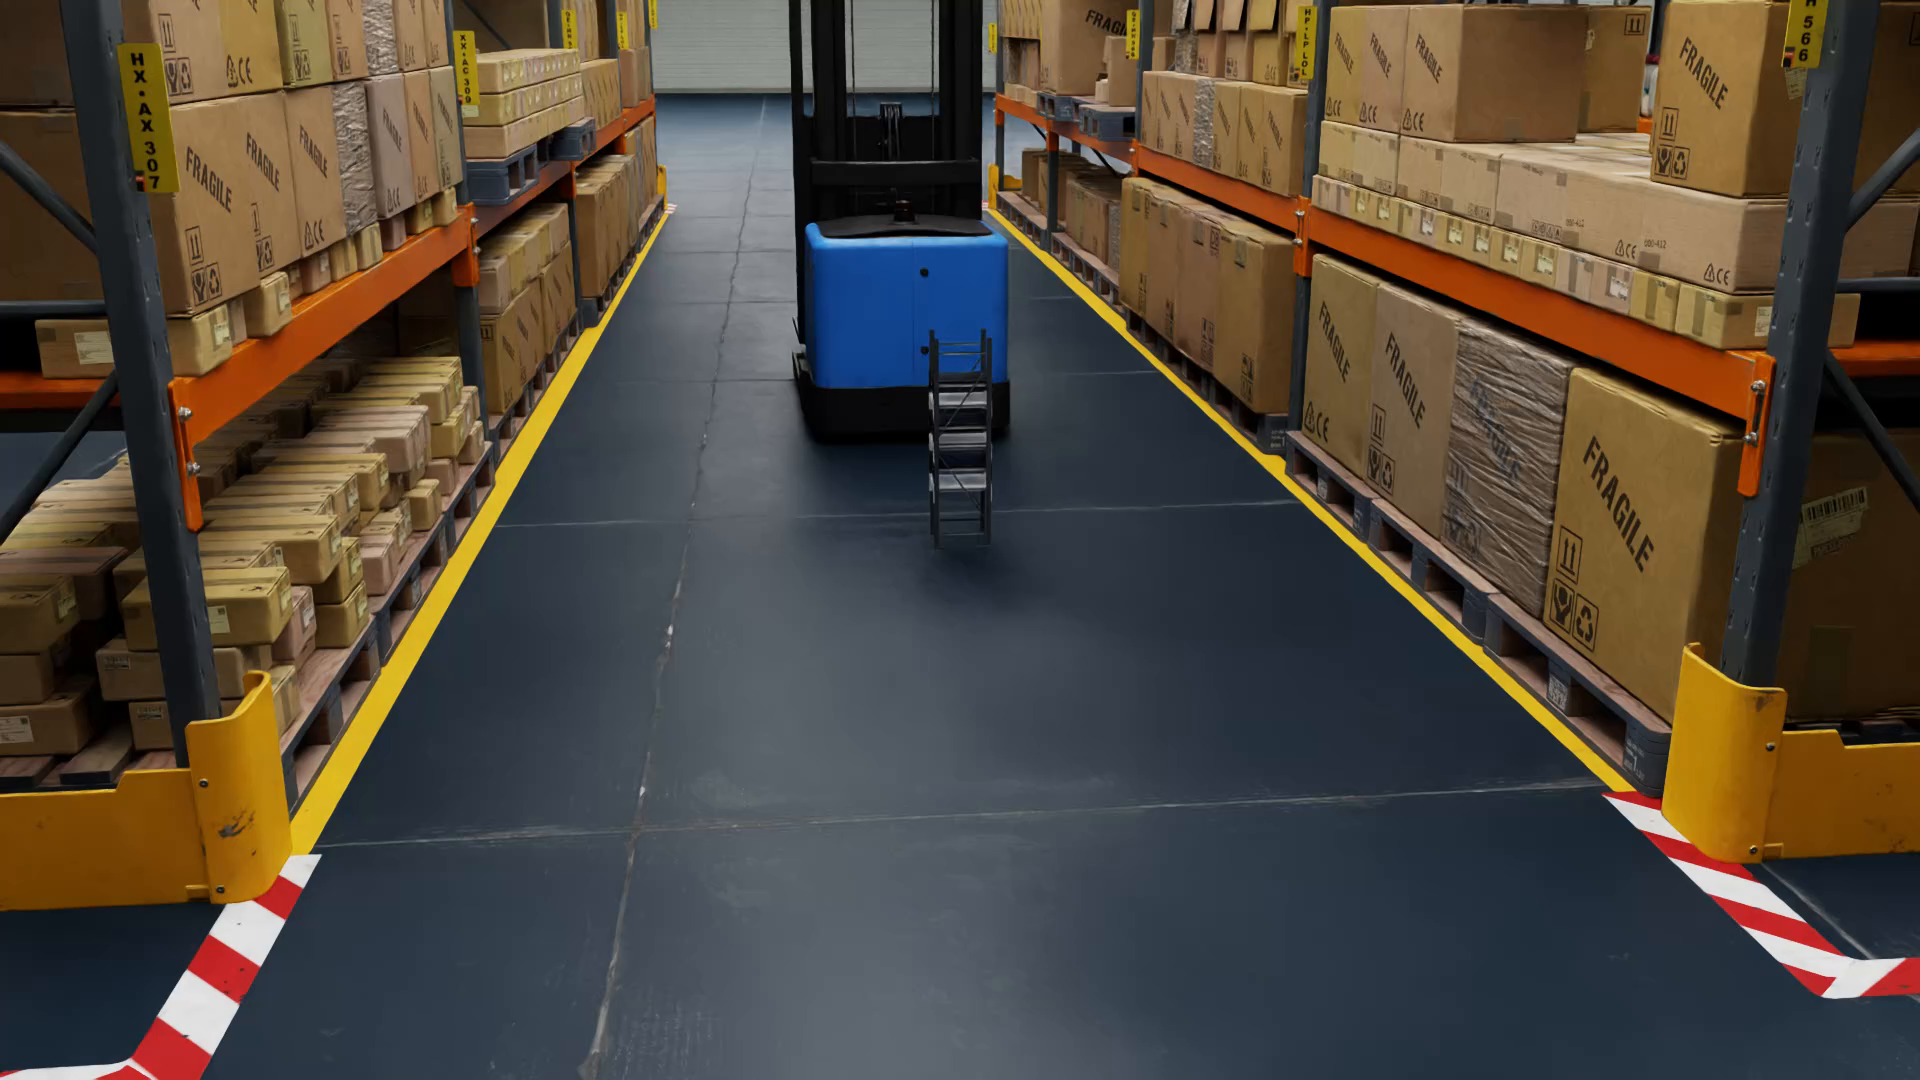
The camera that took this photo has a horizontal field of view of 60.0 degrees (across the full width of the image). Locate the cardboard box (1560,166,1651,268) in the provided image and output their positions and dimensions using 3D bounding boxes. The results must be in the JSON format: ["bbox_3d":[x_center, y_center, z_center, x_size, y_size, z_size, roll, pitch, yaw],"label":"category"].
[{"bbox_3d":[2.207,-1.000,5.109,0.500,0.250,0.500,-2,18,-7],"label":"cardboard box"}]

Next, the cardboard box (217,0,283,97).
[{"bbox_3d":[-2.212,-1.478,4.545,0.500,0.500,0.500,-1,17,-4],"label":"cardboard box"}]

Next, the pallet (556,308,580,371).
[{"bbox_3d":[-3.117,-1.340,11.091,1.003,0.211,1.213,-2,18,-6],"label":"pallet"}]

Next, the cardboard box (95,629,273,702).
[{"bbox_3d":[-2.170,0.335,4.666,0.380,0.149,0.250,-1,17,-3],"label":"cardboard box"}]

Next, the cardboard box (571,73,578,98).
[{"bbox_3d":[-2.663,-2.913,10.668,0.380,0.149,0.250,-1,17,-4],"label":"cardboard box"}]

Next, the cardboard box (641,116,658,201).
[{"bbox_3d":[-3.886,-4.273,18.626,0.875,0.875,0.875,-2,18,-5],"label":"cardboard box"}]

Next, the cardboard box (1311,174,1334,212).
[{"bbox_3d":[1.860,-1.616,7.736,0.380,0.149,0.250,-2,18,-6],"label":"cardboard box"}]

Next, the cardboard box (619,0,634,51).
[{"bbox_3d":[-3.704,-5.118,16.417,0.875,0.550,0.550,-2,18,-6],"label":"cardboard box"}]

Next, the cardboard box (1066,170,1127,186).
[{"bbox_3d":[1.334,-3.346,16.299,0.500,0.500,0.500,-2,18,-7],"label":"cardboard box"}]

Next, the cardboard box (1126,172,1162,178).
[{"bbox_3d":[1.584,-2.757,13.139,0.500,0.250,0.500,0,17,1],"label":"cardboard box"}]

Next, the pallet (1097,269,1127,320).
[{"bbox_3d":[1.668,-1.928,12.967,1.003,0.211,1.213,-2,18,-6],"label":"pallet"}]

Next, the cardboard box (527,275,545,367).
[{"bbox_3d":[-2.720,-1.260,9.656,0.500,0.500,0.500,-1,17,-5],"label":"cardboard box"}]

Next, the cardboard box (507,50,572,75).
[{"bbox_3d":[-2.639,-2.982,10.394,0.380,0.149,0.250,-1,17,-4],"label":"cardboard box"}]

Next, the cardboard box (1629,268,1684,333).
[{"bbox_3d":[2.180,-0.696,4.805,0.380,0.149,0.250,-2,18,-5],"label":"cardboard box"}]

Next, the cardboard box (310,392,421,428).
[{"bbox_3d":[-2.440,-0.509,6.854,0.380,0.149,0.250,-1,17,-4],"label":"cardboard box"}]

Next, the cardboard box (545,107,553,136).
[{"bbox_3d":[-2.530,-2.387,9.491,0.380,0.149,0.250,-3,18,-8],"label":"cardboard box"}]

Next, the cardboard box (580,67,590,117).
[{"bbox_3d":[-3.029,-3.244,12.335,0.500,0.500,0.500,-2,18,-6],"label":"cardboard box"}]

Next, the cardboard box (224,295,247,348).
[{"bbox_3d":[-2.146,-0.581,4.438,0.380,0.149,0.250,-1,17,-4],"label":"cardboard box"}]

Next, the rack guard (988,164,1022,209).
[{"bbox_3d":[0.930,-4.194,19.702,1.175,0.500,0.348,-2,18,-6],"label":"rack guard"}]

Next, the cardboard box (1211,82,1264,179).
[{"bbox_3d":[1.735,-2.316,9.379,0.500,0.500,0.500,-2,18,-6],"label":"cardboard box"}]

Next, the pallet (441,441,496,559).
[{"bbox_3d":[-2.679,-0.182,7.403,1.003,0.211,1.213,-2,18,-6],"label":"pallet"}]

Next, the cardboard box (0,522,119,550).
[{"bbox_3d":[-2.800,0.057,5.053,0.380,0.149,0.250,-2,18,-7],"label":"cardboard box"}]

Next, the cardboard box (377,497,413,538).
[{"bbox_3d":[-2.338,-0.057,6.409,0.380,0.149,0.250,-1,17,-5],"label":"cardboard box"}]

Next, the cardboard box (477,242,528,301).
[{"bbox_3d":[-2.655,-1.464,9.051,0.500,0.250,0.500,-1,17,-4],"label":"cardboard box"}]

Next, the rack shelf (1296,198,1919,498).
[{"bbox_3d":[2.366,-0.895,6.221,1.077,0.370,4.000,-2,18,-6],"label":"rack shelf"}]

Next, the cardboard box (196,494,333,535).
[{"bbox_3d":[-2.242,-0.039,5.358,0.380,0.149,0.250,-3,18,-8],"label":"cardboard box"}]

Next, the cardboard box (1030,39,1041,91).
[{"bbox_3d":[1.182,-4.839,16.920,0.875,0.500,0.500,-2,18,-6],"label":"cardboard box"}]

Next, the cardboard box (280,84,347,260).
[{"bbox_3d":[-2.261,-1.156,5.189,0.500,0.500,0.500,-2,17,-5],"label":"cardboard box"}]

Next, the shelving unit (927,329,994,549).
[{"bbox_3d":[0.001,-0.427,7.035,0.258,0.900,0.210,-2,18,-6],"label":"shelving unit"}]

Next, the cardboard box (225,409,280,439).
[{"bbox_3d":[-2.915,-0.413,6.550,0.380,0.149,0.250,-1,17,-4],"label":"cardboard box"}]

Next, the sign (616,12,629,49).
[{"bbox_3d":[-3.070,-4.629,15.113,0.100,0.325,0.005,-2,18,-6],"label":"sign"}]

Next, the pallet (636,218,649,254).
[{"bbox_3d":[-3.610,-2.993,16.358,1.003,0.211,1.213,-2,18,-6],"label":"pallet"}]

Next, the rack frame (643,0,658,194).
[{"bbox_3d":[-4.022,-5.286,19.007,1.000,3.000,0.127,-2,18,-6],"label":"rack frame"}]

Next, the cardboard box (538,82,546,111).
[{"bbox_3d":[-2.507,-2.456,9.213,0.380,0.149,0.250,-2,18,-7],"label":"cardboard box"}]

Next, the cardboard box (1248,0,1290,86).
[{"bbox_3d":[2.027,-2.755,9.104,0.797,0.503,0.637,-2,17,-5],"label":"cardboard box"}]

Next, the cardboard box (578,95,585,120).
[{"bbox_3d":[-2.688,-2.851,10.967,0.380,0.149,0.250,-1,17,-5],"label":"cardboard box"}]

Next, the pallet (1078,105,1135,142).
[{"bbox_3d":[1.568,-3.143,12.502,1.213,0.211,1.003,-2,18,-6],"label":"pallet"}]

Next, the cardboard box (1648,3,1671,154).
[{"bbox_3d":[2.681,-1.525,5.529,0.500,0.500,0.500,-2,18,-7],"label":"cardboard box"}]

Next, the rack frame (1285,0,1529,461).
[{"bbox_3d":[2.160,-1.834,8.012,1.000,3.000,0.127,-2,18,-6],"label":"rack frame"}]

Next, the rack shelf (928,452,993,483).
[{"bbox_3d":[0.001,-0.309,7.072,0.258,0.077,0.200,-2,18,-6],"label":"rack shelf"}]

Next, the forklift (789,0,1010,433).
[{"bbox_3d":[-0.452,-2.356,9.790,1.130,2.935,3.031,-2,18,-8],"label":"forklift"}]

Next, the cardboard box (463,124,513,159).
[{"bbox_3d":[-2.367,-1.923,8.013,0.380,0.149,0.250,-3,18,-8],"label":"cardboard box"}]

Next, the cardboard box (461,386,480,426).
[{"bbox_3d":[-2.435,-0.609,7.671,0.380,0.149,0.250,-1,17,-5],"label":"cardboard box"}]

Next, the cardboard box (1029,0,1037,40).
[{"bbox_3d":[0.962,-5.159,16.269,0.500,0.500,0.500,-2,18,-6],"label":"cardboard box"}]

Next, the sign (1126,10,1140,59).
[{"bbox_3d":[1.209,-3.521,11.584,0.100,0.325,0.005,-2,18,-6],"label":"sign"}]

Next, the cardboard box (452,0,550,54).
[{"bbox_3d":[-3.233,-3.562,11.678,0.700,0.500,0.500,-2,18,-6],"label":"cardboard box"}]

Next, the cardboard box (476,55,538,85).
[{"bbox_3d":[-2.476,-2.517,8.912,0.380,0.149,0.250,-2,18,-6],"label":"cardboard box"}]

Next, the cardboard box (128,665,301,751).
[{"bbox_3d":[-2.107,0.474,4.716,0.380,0.149,0.250,-1,17,-5],"label":"cardboard box"}]

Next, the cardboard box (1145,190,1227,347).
[{"bbox_3d":[1.882,-1.741,10.559,1.225,0.875,0.875,-2,18,-5],"label":"cardboard box"}]

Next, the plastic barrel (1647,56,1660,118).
[{"bbox_3d":[6.218,-3.925,14.445,0.433,0.535,0.433,0,17,0],"label":"plastic barrel"}]

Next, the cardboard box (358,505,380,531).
[{"bbox_3d":[-2.383,-0.135,6.162,0.380,0.149,0.250,-1,17,-3],"label":"cardboard box"}]

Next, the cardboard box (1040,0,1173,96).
[{"bbox_3d":[1.278,-4.463,14.683,1.000,1.000,1.000,-2,18,-5],"label":"cardboard box"}]

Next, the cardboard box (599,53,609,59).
[{"bbox_3d":[-3.659,-4.276,15.538,0.875,0.550,0.550,-2,18,-6],"label":"cardboard box"}]

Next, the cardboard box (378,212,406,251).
[{"bbox_3d":[-2.359,-1.201,6.414,0.380,0.149,0.250,-3,18,-8],"label":"cardboard box"}]

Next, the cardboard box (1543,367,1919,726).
[{"bbox_3d":[2.427,-0.017,5.071,0.875,0.875,0.875,-2,18,-6],"label":"cardboard box"}]

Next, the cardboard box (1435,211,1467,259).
[{"bbox_3d":[2.022,-1.152,6.257,0.380,0.149,0.250,-2,18,-7],"label":"cardboard box"}]
